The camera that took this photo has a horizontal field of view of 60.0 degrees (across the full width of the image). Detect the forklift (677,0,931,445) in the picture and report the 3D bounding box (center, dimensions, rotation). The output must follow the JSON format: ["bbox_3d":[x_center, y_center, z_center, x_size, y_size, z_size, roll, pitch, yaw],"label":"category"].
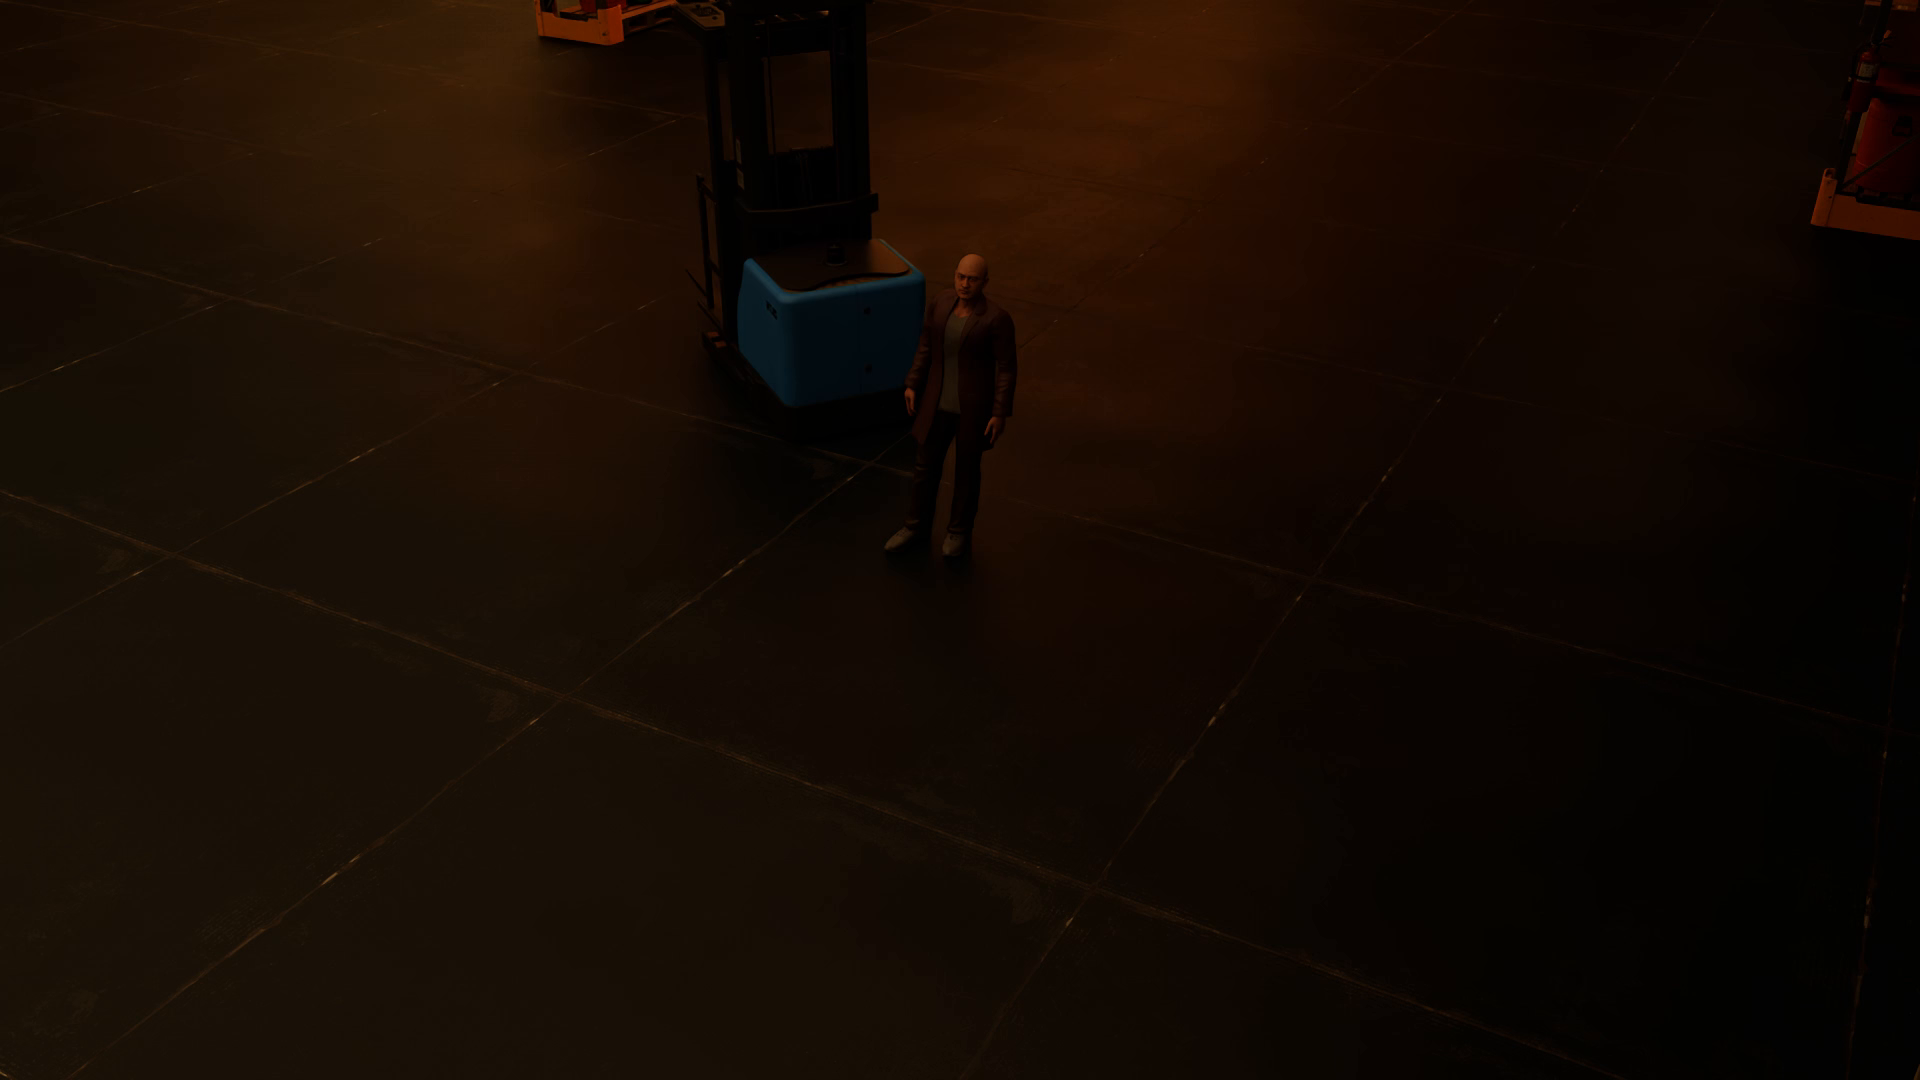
[{"bbox_3d":[-1.244,-2.614,11.599,1.130,2.935,3.031,-13,32,-21],"label":"forklift"}]

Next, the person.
[{"bbox_3d":[-0.048,-0.737,9.488,0.695,1.775,0.582,15,33,25],"label":"person"}]
